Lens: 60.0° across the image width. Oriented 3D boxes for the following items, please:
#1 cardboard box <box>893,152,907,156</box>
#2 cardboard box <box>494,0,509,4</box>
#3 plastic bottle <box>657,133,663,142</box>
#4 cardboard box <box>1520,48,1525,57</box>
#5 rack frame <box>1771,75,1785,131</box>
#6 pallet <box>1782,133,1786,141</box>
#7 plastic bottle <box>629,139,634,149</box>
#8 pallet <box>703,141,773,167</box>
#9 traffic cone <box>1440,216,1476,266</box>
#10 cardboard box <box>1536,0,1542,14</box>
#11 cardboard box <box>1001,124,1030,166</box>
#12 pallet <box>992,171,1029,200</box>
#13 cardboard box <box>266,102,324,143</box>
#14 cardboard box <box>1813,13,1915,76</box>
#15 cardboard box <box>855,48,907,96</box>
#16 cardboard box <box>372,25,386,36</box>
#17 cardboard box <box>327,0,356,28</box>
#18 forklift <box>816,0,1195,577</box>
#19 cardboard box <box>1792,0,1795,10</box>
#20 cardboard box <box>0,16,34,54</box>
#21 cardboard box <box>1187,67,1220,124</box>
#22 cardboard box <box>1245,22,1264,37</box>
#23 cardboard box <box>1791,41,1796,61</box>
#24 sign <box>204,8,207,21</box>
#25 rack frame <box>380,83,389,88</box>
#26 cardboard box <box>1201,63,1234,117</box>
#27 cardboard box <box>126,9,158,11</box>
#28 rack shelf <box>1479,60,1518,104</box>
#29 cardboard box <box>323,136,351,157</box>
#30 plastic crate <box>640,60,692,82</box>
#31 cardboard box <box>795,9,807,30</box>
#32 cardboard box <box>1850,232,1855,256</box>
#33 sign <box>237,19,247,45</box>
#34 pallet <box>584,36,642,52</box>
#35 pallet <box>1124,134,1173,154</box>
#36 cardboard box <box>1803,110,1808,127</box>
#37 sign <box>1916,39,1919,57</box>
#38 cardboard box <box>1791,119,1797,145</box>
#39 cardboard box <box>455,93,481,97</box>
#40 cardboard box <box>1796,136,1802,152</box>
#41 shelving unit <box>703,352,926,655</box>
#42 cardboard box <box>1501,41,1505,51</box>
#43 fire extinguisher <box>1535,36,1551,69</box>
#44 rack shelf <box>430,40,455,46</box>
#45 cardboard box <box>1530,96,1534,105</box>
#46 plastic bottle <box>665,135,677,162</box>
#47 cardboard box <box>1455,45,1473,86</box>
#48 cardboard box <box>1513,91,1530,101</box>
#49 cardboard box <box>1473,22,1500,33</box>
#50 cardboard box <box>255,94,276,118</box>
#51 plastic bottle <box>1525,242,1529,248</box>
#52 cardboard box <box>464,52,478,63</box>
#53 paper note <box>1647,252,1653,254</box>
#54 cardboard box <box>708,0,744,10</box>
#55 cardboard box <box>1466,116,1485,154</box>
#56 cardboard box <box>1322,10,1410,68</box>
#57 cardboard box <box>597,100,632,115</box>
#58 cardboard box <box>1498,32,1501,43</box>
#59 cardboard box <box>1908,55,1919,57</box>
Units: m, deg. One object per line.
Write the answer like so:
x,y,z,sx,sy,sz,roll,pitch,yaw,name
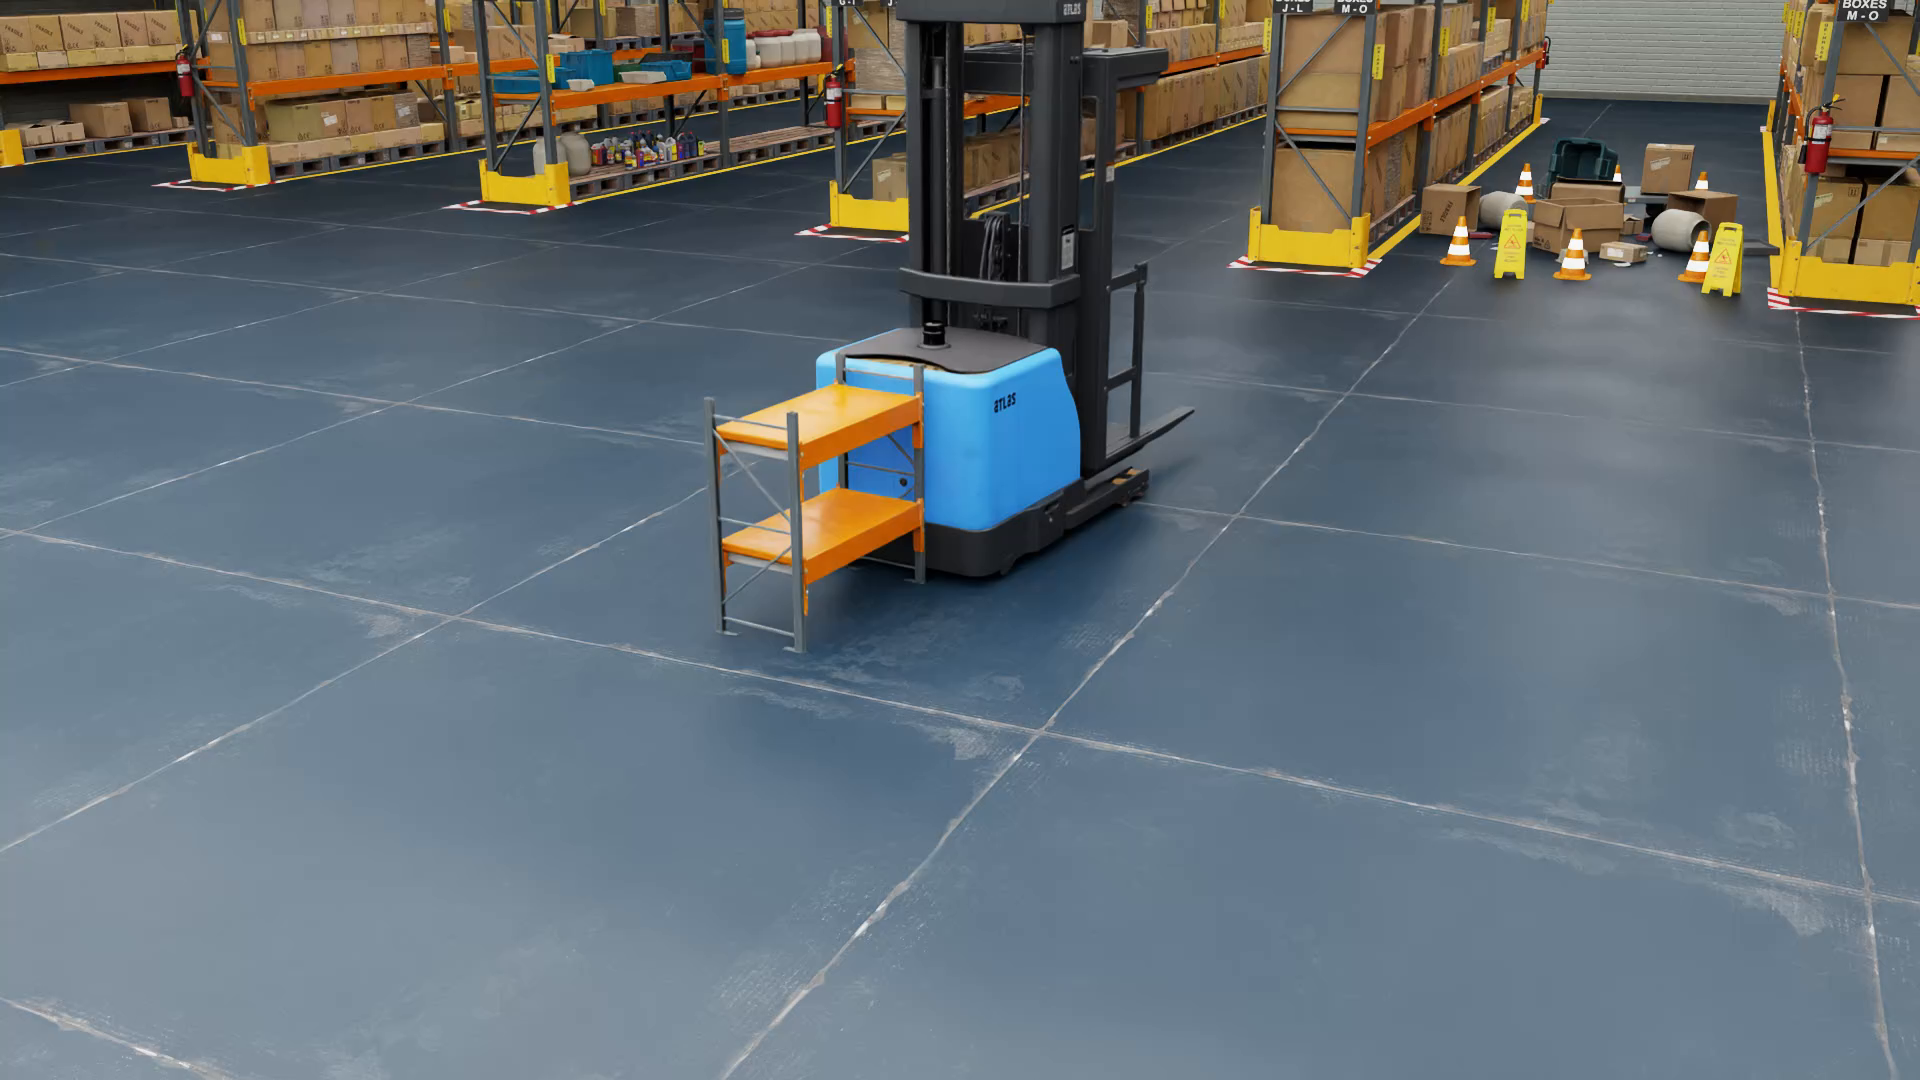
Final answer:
-0.453,-4.370,19.885,0.500,0.500,0.500,15,25,37,cardboard box
-9.539,-11.054,33.832,0.500,0.250,0.500,9,22,24,cardboard box
-4.349,-5.761,24.107,0.097,0.271,0.097,0,20,0,plastic bottle
9.253,-8.183,27.876,0.380,0.149,0.250,9,21,24,cardboard box
14.655,-8.506,28.409,1.000,3.000,0.127,9,21,23,rack frame
13.400,-6.191,26.061,1.003,0.211,1.213,9,21,23,pallet
-4.631,-5.501,23.375,0.097,0.271,0.097,0,20,0,plastic bottle
-3.532,-5.808,24.986,1.003,0.211,1.213,9,21,23,pallet
5.059,-3.035,16.812,0.336,0.463,0.334,9,21,23,traffic cone
9.725,-9.323,28.623,0.500,0.500,0.500,10,22,25,cardboard box
0.971,-5.411,22.782,0.700,0.500,0.500,7,21,19,cardboard box
0.457,-4.673,21.794,1.003,0.211,1.213,9,21,23,pallet
-9.348,-5.877,23.375,0.500,0.500,0.500,9,21,23,cardboard box
8.113,-4.459,14.945,0.700,0.500,0.500,8,21,21,cardboard box
-0.687,-5.326,18.875,0.875,0.500,0.500,9,21,23,cardboard box
-8.670,-7.487,24.427,0.380,0.149,0.250,8,21,22,cardboard box
-9.128,-7.619,23.831,0.700,0.500,0.500,9,21,23,cardboard box
0.444,-1.642,9.212,1.130,2.935,3.031,11,23,29,forklift
13.374,-8.294,26.173,0.500,0.500,0.500,9,21,23,cardboard box
-14.025,-7.410,24.403,0.500,0.500,0.500,9,21,23,cardboard box
3.732,-7.641,28.522,1.225,0.875,0.875,9,21,23,cardboard box
5.450,-9.595,31.253,0.500,0.250,0.500,8,21,22,cardboard box
11.743,-6.724,22.878,0.500,0.250,0.500,8,21,21,cardboard box
-12.359,-8.572,27.303,0.100,0.325,0.005,9,21,23,sign
-11.219,-9.459,31.089,1.000,3.000,0.127,9,21,23,rack frame
4.319,-8.030,29.616,0.875,0.875,0.875,9,21,23,cardboard box
-13.240,-8.413,27.224,0.500,0.500,0.500,8,21,21,cardboard box
7.641,-6.981,25.195,1.077,0.370,4.000,9,21,23,rack shelf
-9.145,-5.677,23.931,0.500,0.250,0.500,9,21,23,cardboard box
-4.024,-6.431,22.797,0.499,0.251,0.616,9,21,23,plastic crate
-3.566,-10.940,35.104,0.500,0.500,0.500,9,21,23,cardboard box
8.902,-2.881,16.069,0.500,0.250,0.500,9,22,25,cardboard box
-9.470,-6.702,21.927,0.100,0.325,0.005,9,21,23,sign
-6.484,-8.907,29.823,1.213,0.211,1.003,9,21,23,pallet
2.730,-6.337,26.472,1.003,0.211,1.213,9,21,23,pallet
8.787,-4.277,16.893,0.380,0.149,0.250,9,21,23,cardboard box
10.239,-5.173,17.746,0.100,0.325,0.005,9,21,23,sign
12.107,-5.729,23.145,0.875,0.875,0.875,9,21,23,cardboard box
-8.018,-7.199,27.376,0.500,0.311,0.500,8,21,23,cardboard box
9.147,-4.225,17.763,0.380,0.149,0.250,9,21,23,cardboard box
-0.656,-0.205,7.867,0.538,1.125,1.048,11,23,29,shelving unit
8.268,-7.707,25.911,0.380,0.149,0.250,8,21,23,cardboard box
10.622,-8.955,30.346,0.296,0.674,0.183,9,21,23,fire extinguisher
-10.400,-9.731,32.929,1.077,0.370,4.000,9,21,23,rack shelf
10.142,-7.948,30.026,0.380,0.149,0.250,8,21,21,cardboard box
-4.030,-5.442,23.091,0.144,0.351,0.185,8,21,22,plastic bottle
6.472,-6.276,21.990,0.500,0.500,0.500,8,21,22,cardboard box
9.744,-7.767,29.071,0.380,0.149,0.250,9,22,25,cardboard box
7.939,-7.743,25.125,0.380,0.149,0.250,8,21,20,cardboard box
-12.405,-7.658,29.099,0.700,0.500,0.500,8,21,22,cardboard box
5.995,-3.184,17.830,0.133,0.061,0.283,1,20,4,plastic bottle
-7.787,-7.682,26.468,0.380,0.149,0.250,9,21,23,cardboard box
7.159,-3.011,17.408,0.148,0.019,0.142,18,26,41,paper note
-4.610,-10.627,32.732,0.500,0.500,0.500,9,22,24,cardboard box
7.344,-5.910,24.213,0.500,0.500,0.500,8,21,20,cardboard box
4.228,-5.284,17.514,0.875,0.550,0.550,9,21,23,cardboard box
-6.251,-7.910,29.807,0.500,0.500,0.500,10,22,25,cardboard box
8.050,-7.682,25.398,0.380,0.149,0.250,7,21,20,cardboard box
9.786,-4.855,17.550,0.500,0.500,0.500,8,21,21,cardboard box
